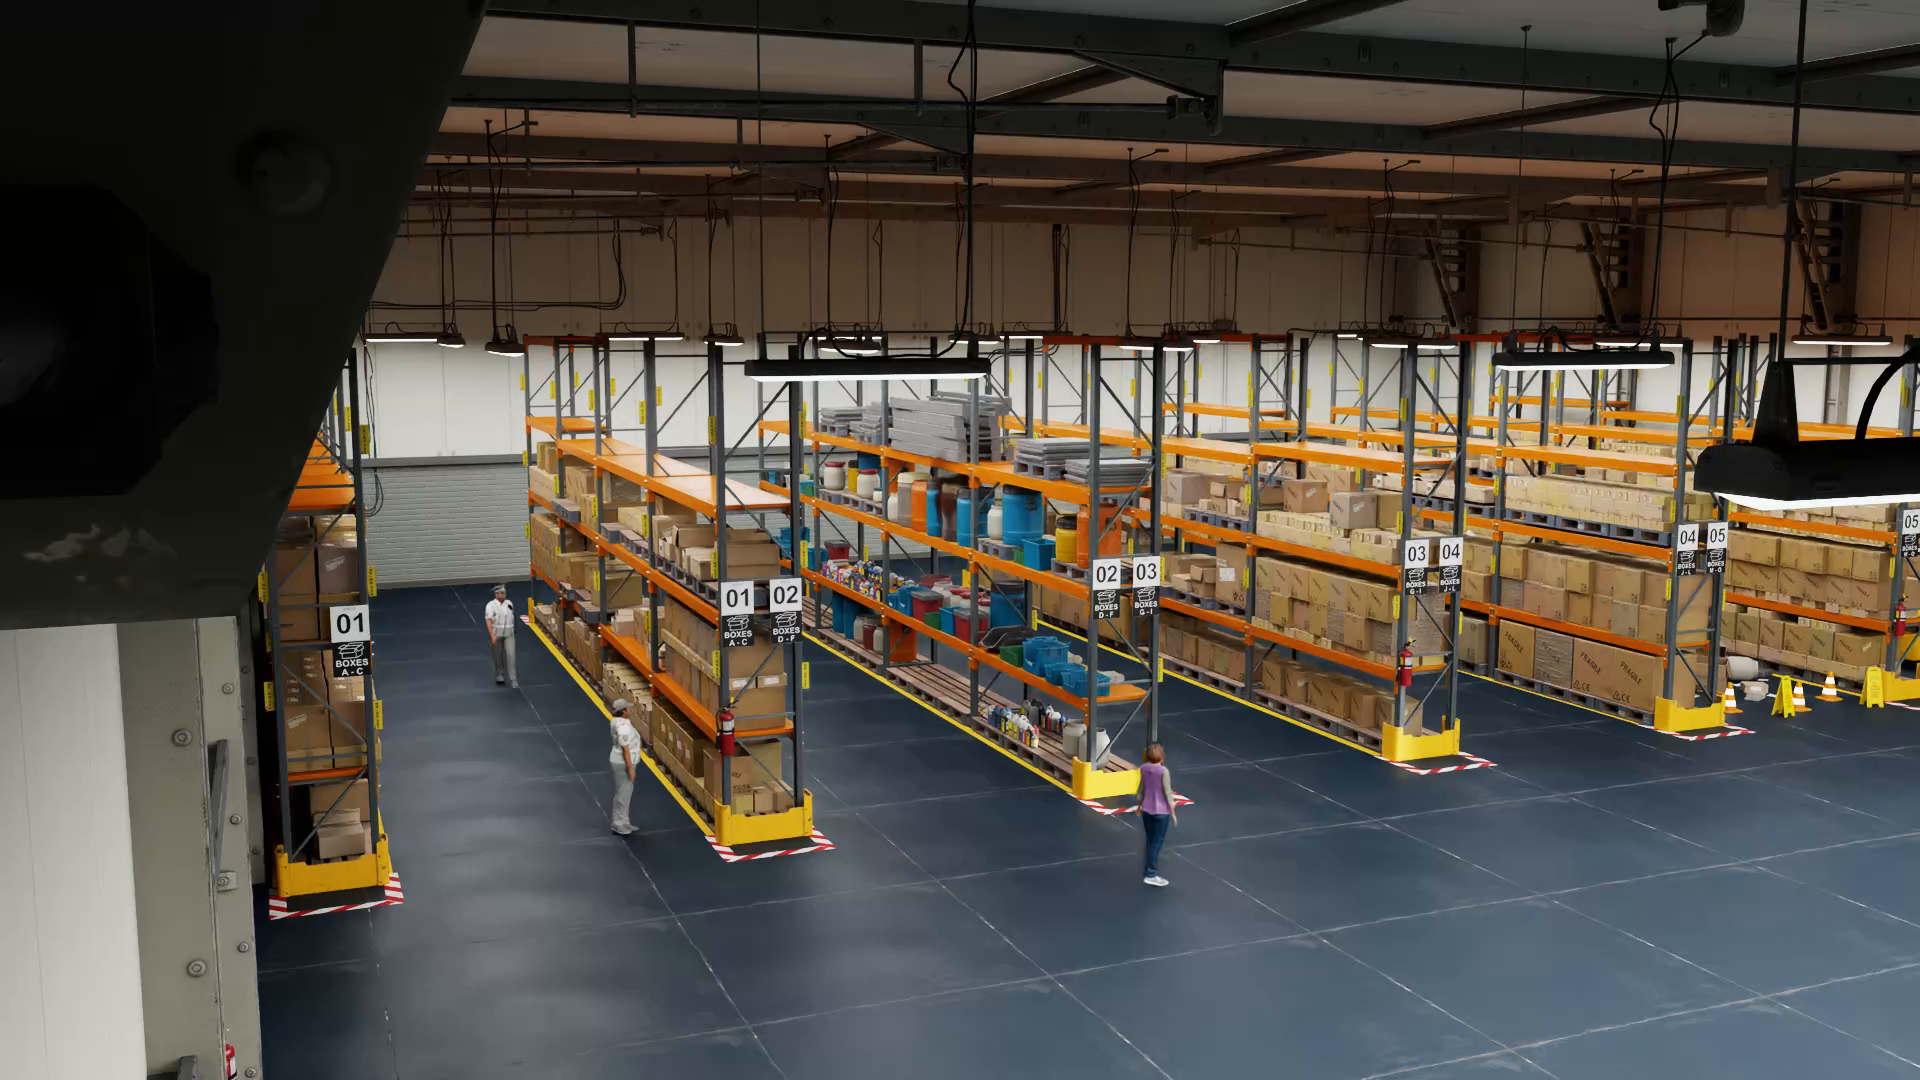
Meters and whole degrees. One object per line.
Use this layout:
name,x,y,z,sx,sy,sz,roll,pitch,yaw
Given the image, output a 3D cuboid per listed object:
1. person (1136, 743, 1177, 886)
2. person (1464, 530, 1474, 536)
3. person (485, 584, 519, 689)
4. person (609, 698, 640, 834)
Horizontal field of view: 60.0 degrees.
person,2.180,3.076,18.675,0.561,1.622,0.344,7,10,42
person,10.938,0.685,35.861,0.375,1.814,0.556,0,8,0
person,-7.916,1.641,28.716,0.529,1.746,0.911,-3,8,-20
person,-4.145,2.798,20.572,0.388,1.702,0.592,-2,8,-13
